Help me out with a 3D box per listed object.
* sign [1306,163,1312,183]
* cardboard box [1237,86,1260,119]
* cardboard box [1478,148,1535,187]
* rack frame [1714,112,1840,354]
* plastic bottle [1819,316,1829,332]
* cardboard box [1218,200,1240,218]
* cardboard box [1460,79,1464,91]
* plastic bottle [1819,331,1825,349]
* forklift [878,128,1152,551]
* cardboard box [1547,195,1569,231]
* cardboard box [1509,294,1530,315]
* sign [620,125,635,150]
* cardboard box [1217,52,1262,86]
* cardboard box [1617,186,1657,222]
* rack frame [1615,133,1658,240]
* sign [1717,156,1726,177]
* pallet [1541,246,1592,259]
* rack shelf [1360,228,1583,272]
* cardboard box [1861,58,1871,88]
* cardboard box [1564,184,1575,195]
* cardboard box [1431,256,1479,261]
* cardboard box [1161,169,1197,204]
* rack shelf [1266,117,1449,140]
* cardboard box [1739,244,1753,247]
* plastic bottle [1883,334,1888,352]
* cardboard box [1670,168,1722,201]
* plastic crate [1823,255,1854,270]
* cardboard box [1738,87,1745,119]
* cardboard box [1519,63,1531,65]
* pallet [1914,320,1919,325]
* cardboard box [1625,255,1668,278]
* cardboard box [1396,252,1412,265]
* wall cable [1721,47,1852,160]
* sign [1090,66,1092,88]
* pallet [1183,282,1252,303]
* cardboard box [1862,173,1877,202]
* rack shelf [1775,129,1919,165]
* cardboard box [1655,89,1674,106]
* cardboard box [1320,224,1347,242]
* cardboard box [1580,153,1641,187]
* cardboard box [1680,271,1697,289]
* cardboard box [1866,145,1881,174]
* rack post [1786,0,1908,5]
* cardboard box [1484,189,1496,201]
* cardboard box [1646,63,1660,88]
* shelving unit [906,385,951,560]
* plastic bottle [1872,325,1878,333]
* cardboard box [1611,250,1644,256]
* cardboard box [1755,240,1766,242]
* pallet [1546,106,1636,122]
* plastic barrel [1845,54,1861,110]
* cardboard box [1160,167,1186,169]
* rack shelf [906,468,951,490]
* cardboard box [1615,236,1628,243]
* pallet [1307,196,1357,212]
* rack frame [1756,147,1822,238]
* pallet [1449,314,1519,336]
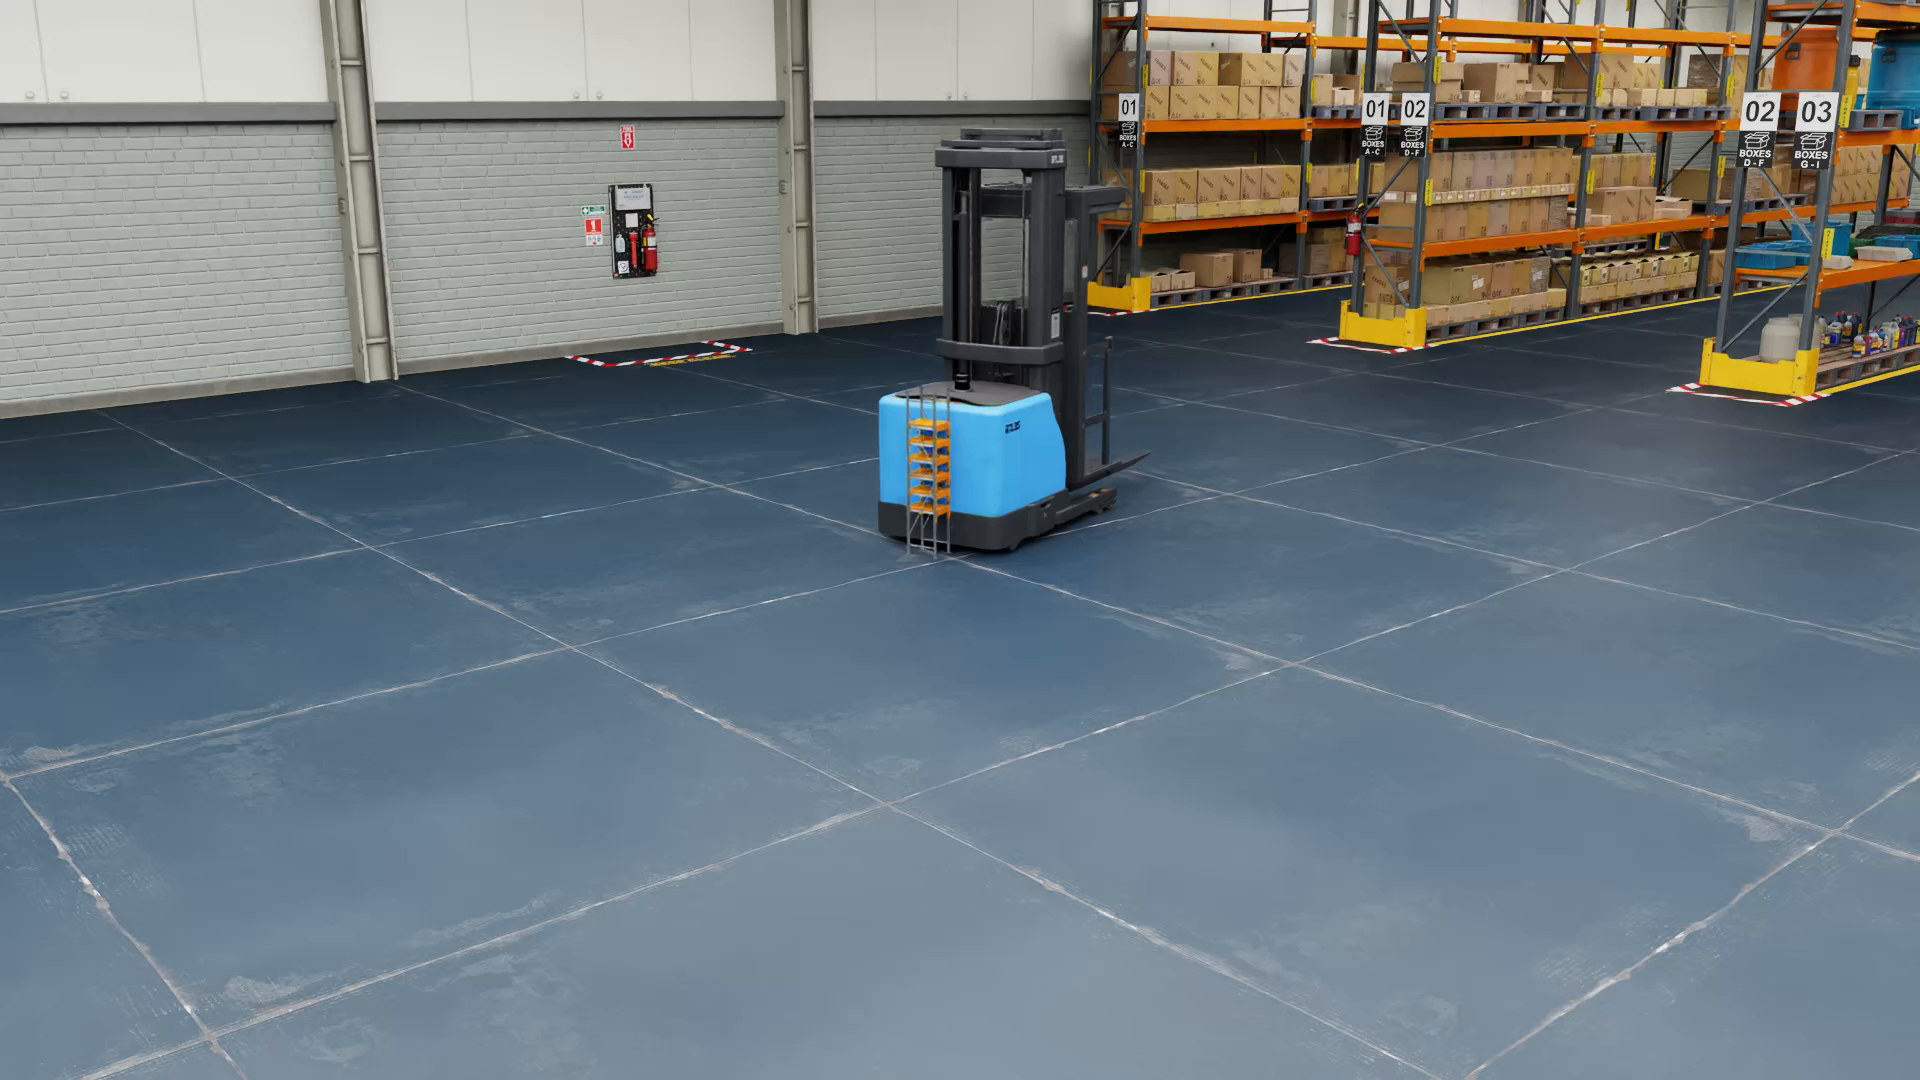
[{"bbox_3d":[5.742,-6.041,27.374,0.005,0.325,0.100,-13,19,-39],"label":"sign"},{"bbox_3d":[4.378,-6.916,26.283,0.500,0.500,0.500,-14,20,-41],"label":"cardboard box"},{"bbox_3d":[7.546,-5.191,23.164,0.500,0.500,0.700,-13,20,-39],"label":"cardboard box"},{"bbox_3d":[8.866,-3.120,18.119,0.127,3.000,1.000,-13,19,-39],"label":"rack frame"},{"bbox_3d":[10.539,-2.571,20.342,0.185,0.351,0.144,-13,20,-40],"label":"plastic bottle"},{"bbox_3d":[4.092,-5.268,26.412,0.500,0.250,0.500,-12,19,-39],"label":"cardboard box"},{"bbox_3d":[6.732,-6.103,22.559,0.500,0.311,0.500,-10,18,-33],"label":"cardboard box"},{"bbox_3d":[10.372,-2.417,20.057,0.097,0.201,0.097,0,15,0],"label":"plastic bottle"},{"bbox_3d":[0.584,-1.671,12.826,1.130,2.935,3.031,9,17,29],"label":"forklift"},{"bbox_3d":[8.304,-4.735,23.970,0.500,0.500,0.700,-13,20,-41],"label":"cardboard box"},{"bbox_3d":[7.677,-3.346,23.478,0.500,0.250,0.500,-13,19,-39],"label":"cardboard box"},{"bbox_3d":[-4.164,-5.046,20.838,0.199,0.298,0.001,-13,19,-39],"label":"sign"},{"bbox_3d":[4.386,-7.394,26.136,0.500,0.500,0.500,-14,20,-41],"label":"cardboard box"},{"bbox_3d":[10.397,-5.201,25.716,0.500,0.500,0.500,-14,20,-42],"label":"cardboard box"},{"bbox_3d":[14.433,-7.759,35.487,0.127,3.000,1.000,-13,19,-39],"label":"rack frame"},{"bbox_3d":[12.019,-5.892,26.254,0.005,0.325,0.100,-13,19,-39],"label":"sign"},{"bbox_3d":[12.040,-5.848,33.735,1.213,0.211,1.003,-13,19,-39],"label":"pallet"},{"bbox_3d":[7.126,-4.077,23.093,4.000,0.370,1.077,-13,19,-39],"label":"rack shelf"},{"bbox_3d":[15.855,-8.332,29.685,0.500,0.500,0.700,-13,19,-39],"label":"cardboard box"},{"bbox_3d":[8.570,-5.037,23.843,0.250,0.149,0.380,-13,20,-39],"label":"cardboard box"},{"bbox_3d":[6.949,-3.728,23.454,0.500,0.500,0.500,-13,19,-39],"label":"cardboard box"},{"bbox_3d":[3.299,-5.453,25.650,0.500,0.500,0.500,-13,19,-39],"label":"cardboard box"},{"bbox_3d":[6.889,-7.167,28.851,4.000,0.370,1.077,-13,19,-39],"label":"rack shelf"},{"bbox_3d":[13.346,-4.730,28.137,0.500,0.500,0.500,-14,20,-41],"label":"cardboard box"},{"bbox_3d":[11.002,-2.354,19.820,0.097,0.201,0.097,0,15,0],"label":"plastic bottle"},{"bbox_3d":[12.053,-5.820,27.220,0.700,0.500,0.500,8,17,28],"label":"cardboard box"},{"bbox_3d":[9.752,-3.082,18.486,0.250,0.136,0.298,-13,19,-39],"label":"plastic crate"},{"bbox_3d":[12.344,-7.105,27.030,0.500,0.500,0.910,-13,19,-39],"label":"cardboard box"},{"bbox_3d":[10.665,-9.031,31.934,0.500,0.250,0.500,-11,18,-35],"label":"cardboard box"},{"bbox_3d":[13.371,-2.799,22.320,1.213,0.211,1.003,-13,19,-39],"label":"pallet"},{"bbox_3d":[10.648,-4.275,25.870,0.500,0.311,0.500,-13,20,-40],"label":"cardboard box"},{"bbox_3d":[7.889,-5.277,30.185,0.500,0.500,0.700,-12,19,-39],"label":"cardboard box"},{"bbox_3d":[18.934,-10.046,38.440,0.112,2.526,3.097,-13,19,-39],"label":"wall cable"},{"bbox_3d":[2.013,-7.037,25.256,0.005,0.325,0.100,-13,19,-39],"label":"sign"},{"bbox_3d":[3.976,-4.051,27.007,1.213,0.211,1.003,-13,19,-39],"label":"pallet"},{"bbox_3d":[16.379,-6.458,30.420,0.500,0.500,0.500,-13,20,-40],"label":"cardboard box"},{"bbox_3d":[10.375,-4.561,19.093,4.000,0.370,1.077,-13,19,-39],"label":"rack shelf"},{"bbox_3d":[10.524,-6.745,25.355,0.500,0.250,0.500,-13,20,-40],"label":"cardboard box"},{"bbox_3d":[6.644,-5.386,29.139,0.500,0.250,0.500,-13,20,-41],"label":"cardboard box"},{"bbox_3d":[13.513,-7.691,34.648,0.700,0.700,0.980,-13,20,-40],"label":"cardboard box"},{"bbox_3d":[11.415,-4.178,26.595,0.500,0.250,0.500,-12,19,-38],"label":"cardboard box"},{"bbox_3d":[16.376,-6.937,30.275,0.500,0.500,0.500,-12,19,-38],"label":"cardboard box"},{"bbox_3d":[9.520,-5.880,17.796,0.954,0.300,0.937,-10,18,-33],"label":"rack post"},{"bbox_3d":[7.025,-4.690,22.545,0.250,0.149,0.380,-13,20,-40],"label":"cardboard box"},{"bbox_3d":[14.060,-9.573,34.292,0.500,0.500,0.500,-13,20,-40],"label":"cardboard box"},{"bbox_3d":[-0.223,-0.474,11.698,0.258,1.200,0.189,9,17,29],"label":"shelving unit"},{"bbox_3d":[11.003,-2.440,19.982,0.133,0.283,0.061,-13,19,-39],"label":"plastic bottle"},{"bbox_3d":[10.674,-4.464,26.576,0.500,0.311,0.500,-13,20,-41],"label":"cardboard box"},{"bbox_3d":[13.750,-4.996,29.132,0.500,0.500,0.500,-12,19,-39],"label":"cardboard box"},{"bbox_3d":[9.292,-6.272,24.475,1.217,0.209,0.805,-14,20,-42],"label":"pallet"},{"bbox_3d":[9.643,-5.081,18.469,0.600,0.588,0.600,0,15,0],"label":"plastic barrel"},{"bbox_3d":[3.352,-5.642,26.357,0.500,0.500,0.500,-13,20,-41],"label":"cardboard box"},{"bbox_3d":[-0.223,-0.431,11.709,0.258,0.103,0.180,9,17,29],"label":"rack shelf"},{"bbox_3d":[13.593,-6.532,34.921,0.500,0.500,0.700,-13,20,-40],"label":"cardboard box"},{"bbox_3d":[6.052,-5.735,28.280,1.213,0.211,1.003,-13,19,-39],"label":"pallet"},{"bbox_3d":[14.670,-6.118,29.342,0.127,3.000,1.000,-13,19,-39],"label":"rack frame"},{"bbox_3d":[7.086,-3.081,23.377,1.213,0.211,1.003,-13,19,-39],"label":"pallet"}]
